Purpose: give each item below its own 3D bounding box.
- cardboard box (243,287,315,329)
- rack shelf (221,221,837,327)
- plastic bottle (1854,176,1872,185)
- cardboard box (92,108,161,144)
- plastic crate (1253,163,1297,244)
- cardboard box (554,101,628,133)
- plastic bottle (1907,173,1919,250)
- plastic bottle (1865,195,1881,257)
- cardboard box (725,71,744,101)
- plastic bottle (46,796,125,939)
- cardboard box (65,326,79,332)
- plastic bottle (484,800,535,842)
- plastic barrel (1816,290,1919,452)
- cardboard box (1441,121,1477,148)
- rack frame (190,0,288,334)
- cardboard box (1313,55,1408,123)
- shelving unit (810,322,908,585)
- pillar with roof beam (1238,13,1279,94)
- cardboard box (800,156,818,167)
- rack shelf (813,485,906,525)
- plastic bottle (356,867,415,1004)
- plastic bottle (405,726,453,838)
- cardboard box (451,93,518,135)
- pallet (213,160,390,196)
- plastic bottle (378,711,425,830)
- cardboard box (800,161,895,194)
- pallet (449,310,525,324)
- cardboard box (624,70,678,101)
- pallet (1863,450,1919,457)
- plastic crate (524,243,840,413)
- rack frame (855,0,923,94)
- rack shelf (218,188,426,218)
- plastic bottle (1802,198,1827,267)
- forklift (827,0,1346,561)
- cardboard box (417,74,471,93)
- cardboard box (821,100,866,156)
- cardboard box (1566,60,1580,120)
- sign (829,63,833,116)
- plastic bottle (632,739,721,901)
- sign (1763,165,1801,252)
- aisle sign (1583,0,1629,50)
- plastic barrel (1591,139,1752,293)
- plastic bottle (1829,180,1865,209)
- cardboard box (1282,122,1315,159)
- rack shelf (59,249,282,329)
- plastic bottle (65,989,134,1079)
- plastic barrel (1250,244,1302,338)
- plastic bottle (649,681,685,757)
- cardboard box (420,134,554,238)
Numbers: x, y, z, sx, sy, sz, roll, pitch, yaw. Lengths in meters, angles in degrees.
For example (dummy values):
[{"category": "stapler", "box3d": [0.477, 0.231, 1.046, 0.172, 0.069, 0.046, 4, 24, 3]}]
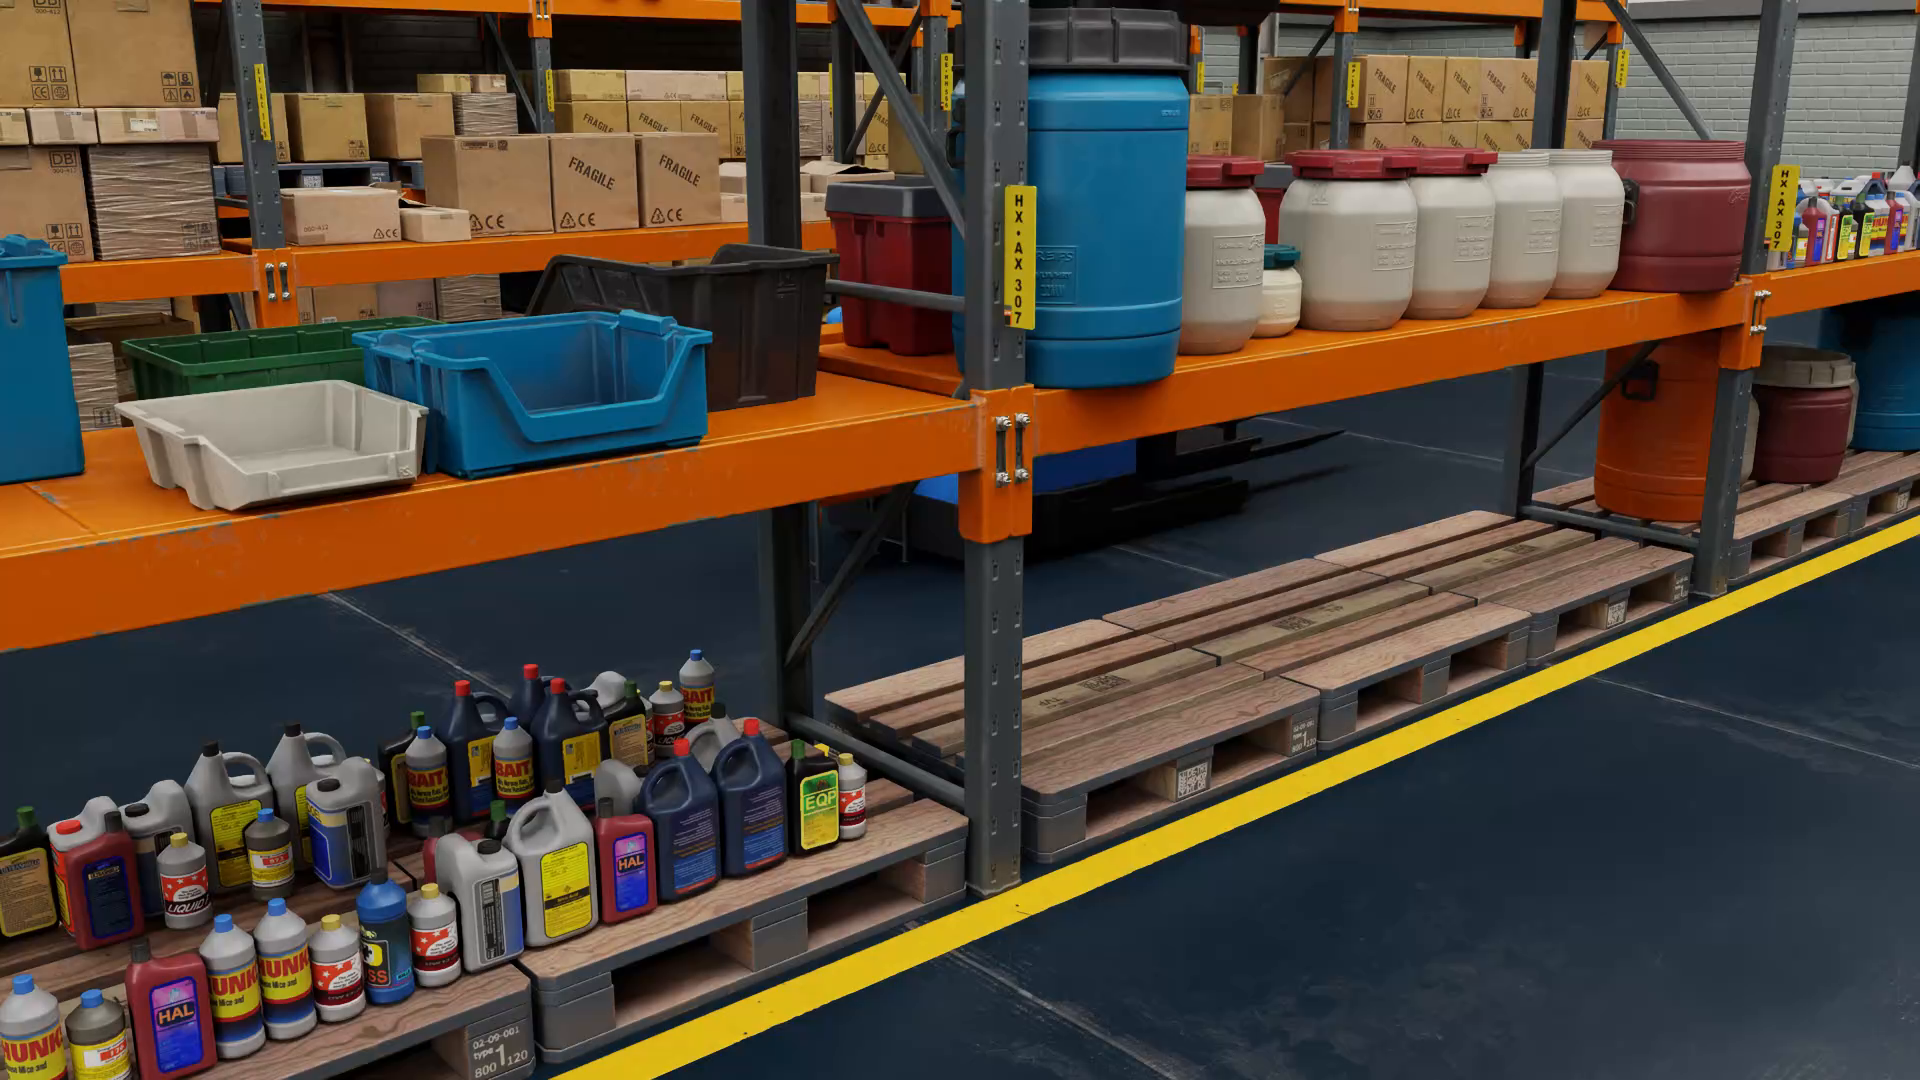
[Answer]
[{"category": "cardboard box", "box3d": [-5.405, -1.867, 12.920, 0.500, 0.500, 0.700, -12, 19, -39]}, {"category": "rack shelf", "box3d": [-1.954, -1.586, 9.270, 4.000, 0.370, 1.077, -13, 19, -39]}, {"category": "plastic bottle", "box3d": [4.946, -1.859, 9.138, 0.135, 0.276, 0.152, -13, 19, -39]}, {"category": "cardboard box", "box3d": [-3.715, -1.827, 7.328, 0.250, 0.149, 0.380, -13, 20, -41]}, {"category": "plastic crate", "box3d": [1.384, -1.124, 6.023, 0.583, 0.464, 0.402, -13, 19, -39]}, {"category": "cardboard box", "box3d": [-3.165, -3.470, 14.121, 0.500, 0.500, 0.500, -12, 19, -38]}, {"category": "plastic bottle", "box3d": [4.511, -1.555, 7.856, 0.185, 0.351, 0.144, -13, 19, -39]}, {"category": "plastic bottle", "box3d": [4.071, -1.410, 7.466, 0.097, 0.271, 0.097, 0, 15, 0]}, {"category": "cardboard box", "box3d": [-2.028, -4.091, 14.992, 0.500, 0.250, 0.500, -13, 20, -40]}, {"category": "plastic bottle", "box3d": [-1.926, 0.717, 3.678, 0.135, 0.276, 0.152, -12, 19, -39]}, {"category": "cardboard box", "box3d": [-4.390, -0.728, 7.724, 0.500, 0.500, 0.500, -13, 19, -39]}, {"category": "plastic bottle", "box3d": [-0.986, 0.707, 3.703, 0.133, 0.283, 0.061, -13, 19, -39]}, {"category": "plastic barrel", "box3d": [4.865, -0.966, 8.805, 0.708, 0.901, 0.600, -13, 19, -39]}, {"category": "cardboard box", "box3d": [3.899, -3.203, 13.737, 0.500, 0.500, 0.500, -13, 20, -40]}, {"category": "rack frame", "box3d": [-3.463, -1.595, 7.908, 0.127, 3.000, 1.000, -13, 19, -39]}, {"category": "cardboard box", "box3d": [3.112, -3.507, 12.934, 0.500, 0.500, 0.500, -12, 19, -38]}, {"category": "shelving unit", "box3d": [-0.495, -0.457, 7.135, 0.503, 1.200, 0.258, -14, 20, -41]}, {"category": "pillar with roof beam", "box3d": [6.630, -7.278, 17.558, 0.400, 9.000, 9.100, -13, 19, -39]}, {"category": "cardboard box", "box3d": [-1.540, -3.523, 15.574, 0.250, 0.149, 0.380, -13, 19, -39]}, {"category": "rack shelf", "box3d": [-0.495, -0.200, 7.204, 0.480, 0.148, 0.258, -14, 20, -41]}, {"category": "plastic bottle", "box3d": [-1.172, 0.797, 3.387, 0.097, 0.271, 0.097, 0, 15, 0]}, {"category": "plastic bottle", "box3d": [-1.324, 0.596, 4.142, 0.097, 0.271, 0.097, 0, 15, 0]}, {"category": "cardboard box", "box3d": [-4.048, -3.416, 13.678, 0.700, 0.500, 0.500, 13, 20, 40]}, {"category": "pallet", "box3d": [-5.166, -2.800, 12.793, 1.213, 0.211, 1.003, -13, 19, -39]}, {"category": "plastic bottle", "box3d": [-1.390, 0.578, 4.186, 0.133, 0.283, 0.061, -12, 19, -37]}, {"category": "cardboard box", "box3d": [-0.748, -2.176, 10.258, 0.500, 0.311, 0.500, -11, 19, -36]}, {"category": "pallet", "box3d": [-4.290, -1.757, 13.919, 1.213, 0.211, 1.003, -13, 19, -39]}, {"category": "cardboard box", "box3d": [-2.783, -3.918, 14.344, 0.500, 0.250, 0.500, -13, 20, -40]}, {"category": "pallet", "box3d": [5.212, -0.515, 9.270, 1.213, 0.211, 1.003, -13, 19, -39]}, {"category": "plastic crate", "box3d": [-0.692, -0.536, 4.065, 0.504, 0.338, 0.767, -13, 19, -39]}, {"category": "rack frame", "box3d": [-0.682, -3.914, 16.590, 0.127, 3.000, 1.000, -13, 19, -39]}, {"category": "rack shelf", "box3d": [-5.209, -2.550, 12.878, 4.000, 0.370, 1.077, -13, 19, -39]}, {"category": "plastic bottle", "box3d": [3.620, -1.308, 7.062, 0.133, 0.283, 0.061, -13, 19, -39]}, {"category": "forklift", "box3d": [0.800, -1.608, 8.092, 3.031, 2.935, 1.130, -14, 20, -41]}, {"category": "cardboard box", "box3d": [-4.173, -3.689, 13.444, 0.380, 0.149, 0.250, 12, 19, 38]}, {"category": "cardboard box", "box3d": [-1.243, -3.900, 15.729, 0.500, 0.500, 0.500, -12, 19, -39]}, {"category": "cardboard box", "box3d": [5.054, -3.944, 14.573, 0.500, 0.500, 0.500, -12, 19, -38]}, {"category": "sign", "box3d": [-0.809, -2.898, 10.696, 0.005, 0.325, 0.100, -13, 19, -39]}, {"category": "plastic bottle", "box3d": [-0.655, 0.635, 3.841, 0.185, 0.351, 0.144, -14, 20, -42]}, {"category": "sign", "box3d": [3.170, -1.281, 6.415, 0.005, 0.325, 0.100, -13, 19, -39]}, {"category": "aisle sign", "box3d": [5.842, -4.836, 15.003, 0.004, 0.787, 0.394, -13, 19, -39]}, {"category": "plastic barrel", "box3d": [2.652, -1.236, 6.300, 0.708, 0.536, 0.600, -13, 19, -39]}, {"category": "plastic bottle", "box3d": [4.623, -1.735, 8.672, 0.135, 0.276, 0.152, -13, 19, -39]}, {"category": "cardboard box", "box3d": [2.781, -3.133, 13.473, 0.500, 0.500, 0.500, -12, 19, -38]}, {"category": "rack shelf", "box3d": [-4.971, -0.909, 6.733, 4.000, 0.370, 1.077, -13, 19, -39]}, {"category": "plastic bottle", "box3d": [-1.581, 0.923, 3.052, 0.097, 0.201, 0.097, 0, 15, 0]}, {"category": "plastic barrel", "box3d": [0.885, -0.758, 5.041, 0.301, 0.262, 0.301, 0, 15, 0]}, {"category": "plastic bottle", "box3d": [-0.819, 0.495, 4.653, 0.097, 0.201, 0.097, 0, 15, 0]}, {"category": "cardboard box", "box3d": [-2.475, -1.859, 8.705, 0.500, 0.500, 0.500, -11, 18, -35]}]
